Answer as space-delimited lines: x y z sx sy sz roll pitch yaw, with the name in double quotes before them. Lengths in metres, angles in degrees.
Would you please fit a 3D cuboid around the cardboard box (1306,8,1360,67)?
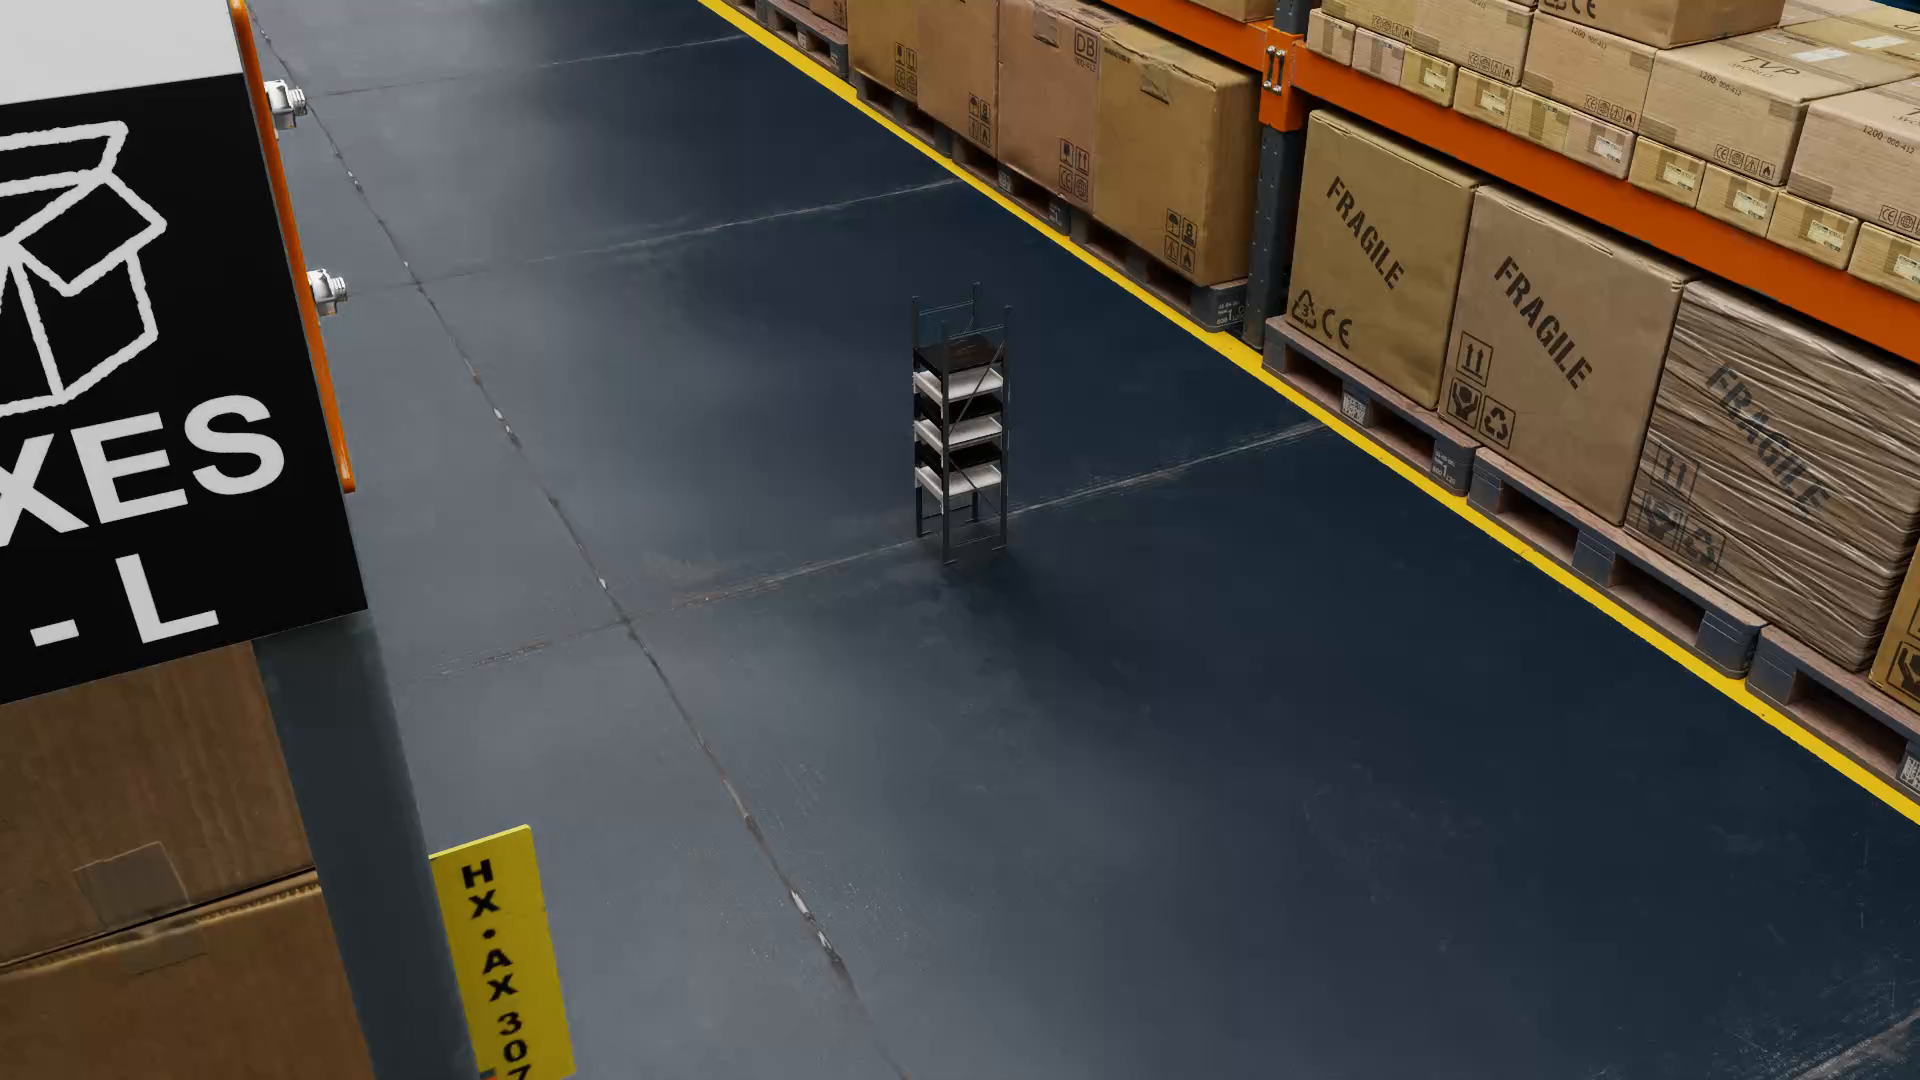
"cardboard box" 1.509 -1.875 6.129 0.380 0.149 0.250 -16 36 -23

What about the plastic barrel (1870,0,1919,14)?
"plastic barrel" 5.478 -3.346 9.749 0.600 0.901 0.708 -16 36 -23

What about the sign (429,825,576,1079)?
"sign" -0.425 0.402 1.540 0.100 0.325 0.005 -16 36 -23

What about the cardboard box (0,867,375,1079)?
"cardboard box" -0.870 0.452 1.896 0.500 0.500 0.500 -14 35 -21

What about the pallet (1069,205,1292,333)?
"pallet" 1.238 -1.381 7.709 1.003 0.211 1.213 -16 36 -23

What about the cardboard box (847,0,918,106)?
"cardboard box" 0.103 -3.062 9.329 1.225 0.875 0.875 -18 37 -25

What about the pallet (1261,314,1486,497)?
"pallet" 1.950 -0.649 6.567 1.003 0.211 1.213 -16 36 -23

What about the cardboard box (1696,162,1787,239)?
"cardboard box" 2.360 -1.007 4.775 0.380 0.149 0.250 -15 36 -22

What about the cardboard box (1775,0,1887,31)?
"cardboard box" 2.584 -1.633 5.382 0.500 0.250 0.500 -15 36 -22

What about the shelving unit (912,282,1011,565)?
"shelving unit" 0.004 -0.375 5.501 0.258 0.900 0.210 -16 36 -23

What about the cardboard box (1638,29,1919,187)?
"cardboard box" 2.349 -1.256 4.793 0.500 0.250 0.500 -16 36 -23

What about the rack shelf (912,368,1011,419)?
"rack shelf" 0.004 -0.499 5.422 0.258 0.077 0.200 -16 36 -23

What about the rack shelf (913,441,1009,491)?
"rack shelf" 0.004 -0.271 5.568 0.258 0.077 0.200 -16 36 -23

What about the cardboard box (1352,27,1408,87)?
"cardboard box" 1.631 -1.750 5.933 0.380 0.149 0.250 -17 36 -25

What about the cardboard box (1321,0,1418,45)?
"cardboard box" 1.652 -1.977 5.919 0.500 0.250 0.500 -17 36 -24

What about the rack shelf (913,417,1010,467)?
"rack shelf" 0.004 -0.347 5.519 0.258 0.077 0.200 -16 36 -23

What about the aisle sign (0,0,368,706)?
"aisle sign" -0.606 -0.232 0.922 0.394 0.787 0.004 -16 36 -23

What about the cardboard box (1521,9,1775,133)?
"cardboard box" 2.126 -1.493 5.163 0.500 0.250 0.500 -15 36 -22

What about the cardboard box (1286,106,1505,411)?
"cardboard box" 1.902 -1.153 6.349 0.875 0.875 0.875 -16 36 -23

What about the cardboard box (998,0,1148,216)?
"cardboard box" 0.931 -2.214 8.006 1.225 0.875 0.875 -17 36 -25

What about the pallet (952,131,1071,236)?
"pallet" 0.666 -1.964 8.619 1.003 0.211 1.213 -16 36 -23

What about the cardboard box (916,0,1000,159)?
"cardboard box" 0.512 -2.635 8.662 1.225 0.875 0.875 -16 36 -23

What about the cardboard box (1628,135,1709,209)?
"cardboard box" 2.237 -1.131 4.968 0.380 0.149 0.250 -17 36 -24

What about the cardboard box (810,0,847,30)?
"cardboard box" -0.530 -3.562 10.438 0.700 0.500 0.500 -18 37 -26

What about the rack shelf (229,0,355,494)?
"rack shelf" -1.838 -1.012 2.435 1.077 0.370 4.000 -16 36 -23

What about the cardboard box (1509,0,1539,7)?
"cardboard box" 1.885 -2.054 5.343 0.500 0.500 0.500 -16 36 -23

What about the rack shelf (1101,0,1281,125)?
"rack shelf" 0.732 -2.857 8.096 1.077 0.370 4.000 -16 36 -23

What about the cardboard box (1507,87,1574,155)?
"cardboard box" 1.998 -1.377 5.351 0.380 0.149 0.250 -16 36 -24

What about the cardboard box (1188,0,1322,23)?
"cardboard box" 1.205 -2.402 6.626 0.500 0.500 0.500 -16 36 -23

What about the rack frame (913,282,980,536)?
"rack frame" -0.044 -0.424 5.577 0.240 0.900 0.006 -16 36 -23

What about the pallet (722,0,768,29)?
"pallet" -1.128 -3.895 11.634 1.003 0.211 1.213 -16 36 -23

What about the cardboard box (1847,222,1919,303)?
"cardboard box" 2.595 -0.765 4.396 0.380 0.149 0.250 -17 36 -24

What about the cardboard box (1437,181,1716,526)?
"cardboard box" 2.321 -0.723 5.678 0.875 0.875 0.875 -16 36 -23

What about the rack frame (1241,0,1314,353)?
"rack frame" 1.665 -2.205 6.412 1.000 3.000 0.127 -16 36 -23

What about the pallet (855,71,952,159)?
"pallet" 0.101 -2.545 9.527 1.003 0.211 1.213 -16 36 -23

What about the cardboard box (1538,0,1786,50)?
"cardboard box" 2.131 -1.806 4.957 0.500 0.500 0.500 -17 36 -25

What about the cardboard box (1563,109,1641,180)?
"cardboard box" 2.113 -1.256 5.163 0.380 0.149 0.250 -15 36 -23

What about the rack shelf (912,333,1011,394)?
"rack shelf" 0.004 -0.574 5.374 0.258 0.077 0.200 -16 36 -23

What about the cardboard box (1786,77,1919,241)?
"cardboard box" 2.596 -1.008 4.406 0.500 0.250 0.500 -17 36 -25

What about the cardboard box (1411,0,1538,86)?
"cardboard box" 1.880 -1.739 5.547 0.500 0.250 0.500 -16 36 -23

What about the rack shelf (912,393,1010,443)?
"rack shelf" 0.004 -0.423 5.471 0.258 0.077 0.200 -16 36 -23

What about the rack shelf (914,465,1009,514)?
"rack shelf" 0.004 -0.195 5.616 0.258 0.077 0.200 -16 36 -23

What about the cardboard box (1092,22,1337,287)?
"cardboard box" 1.349 -1.788 7.341 1.225 0.875 0.875 -16 36 -23

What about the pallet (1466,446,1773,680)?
"pallet" 2.523 -0.066 5.657 1.003 0.211 1.213 -16 36 -23

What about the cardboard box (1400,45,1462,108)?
"cardboard box" 1.754 -1.624 5.737 0.380 0.149 0.250 -15 35 -22

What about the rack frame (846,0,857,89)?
"rack frame" -0.200 -4.114 9.391 1.000 3.000 0.127 -16 36 -23

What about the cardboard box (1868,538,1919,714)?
"cardboard box" 3.161 0.136 4.338 0.875 0.875 0.875 -16 36 -23

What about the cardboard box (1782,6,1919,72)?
"cardboard box" 2.818 -1.390 5.003 0.500 0.250 0.500 -17 36 -24

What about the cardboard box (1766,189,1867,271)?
"cardboard box" 2.474 -0.889 4.589 0.380 0.149 0.250 -16 36 -23

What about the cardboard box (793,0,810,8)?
"cardboard box" -0.800 -3.823 10.846 0.700 0.500 0.500 -19 37 -27

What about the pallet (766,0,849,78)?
"pallet" -0.563 -3.314 10.726 1.003 0.211 1.213 -16 36 -23

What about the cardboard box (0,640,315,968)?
"cardboard box" -0.880 0.033 1.622 0.500 0.500 0.500 -16 36 -23

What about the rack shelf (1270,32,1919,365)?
"rack shelf" 2.597 -0.948 5.116 1.077 0.370 4.000 -16 36 -23

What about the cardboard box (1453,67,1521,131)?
"cardboard box" 1.879 -1.499 5.542 0.380 0.149 0.250 -17 36 -24

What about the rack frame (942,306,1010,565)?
"rack frame" 0.051 -0.327 5.425 0.240 0.900 0.006 -16 36 -23

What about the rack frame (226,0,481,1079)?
"rack frame" -0.902 0.902 1.562 0.949 2.616 0.053 -16 36 -23

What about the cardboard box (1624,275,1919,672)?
"cardboard box" 2.736 -0.298 5.015 0.875 0.875 0.875 -16 36 -23

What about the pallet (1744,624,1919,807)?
"pallet" 3.088 0.516 4.749 1.003 0.211 1.213 -16 36 -23
